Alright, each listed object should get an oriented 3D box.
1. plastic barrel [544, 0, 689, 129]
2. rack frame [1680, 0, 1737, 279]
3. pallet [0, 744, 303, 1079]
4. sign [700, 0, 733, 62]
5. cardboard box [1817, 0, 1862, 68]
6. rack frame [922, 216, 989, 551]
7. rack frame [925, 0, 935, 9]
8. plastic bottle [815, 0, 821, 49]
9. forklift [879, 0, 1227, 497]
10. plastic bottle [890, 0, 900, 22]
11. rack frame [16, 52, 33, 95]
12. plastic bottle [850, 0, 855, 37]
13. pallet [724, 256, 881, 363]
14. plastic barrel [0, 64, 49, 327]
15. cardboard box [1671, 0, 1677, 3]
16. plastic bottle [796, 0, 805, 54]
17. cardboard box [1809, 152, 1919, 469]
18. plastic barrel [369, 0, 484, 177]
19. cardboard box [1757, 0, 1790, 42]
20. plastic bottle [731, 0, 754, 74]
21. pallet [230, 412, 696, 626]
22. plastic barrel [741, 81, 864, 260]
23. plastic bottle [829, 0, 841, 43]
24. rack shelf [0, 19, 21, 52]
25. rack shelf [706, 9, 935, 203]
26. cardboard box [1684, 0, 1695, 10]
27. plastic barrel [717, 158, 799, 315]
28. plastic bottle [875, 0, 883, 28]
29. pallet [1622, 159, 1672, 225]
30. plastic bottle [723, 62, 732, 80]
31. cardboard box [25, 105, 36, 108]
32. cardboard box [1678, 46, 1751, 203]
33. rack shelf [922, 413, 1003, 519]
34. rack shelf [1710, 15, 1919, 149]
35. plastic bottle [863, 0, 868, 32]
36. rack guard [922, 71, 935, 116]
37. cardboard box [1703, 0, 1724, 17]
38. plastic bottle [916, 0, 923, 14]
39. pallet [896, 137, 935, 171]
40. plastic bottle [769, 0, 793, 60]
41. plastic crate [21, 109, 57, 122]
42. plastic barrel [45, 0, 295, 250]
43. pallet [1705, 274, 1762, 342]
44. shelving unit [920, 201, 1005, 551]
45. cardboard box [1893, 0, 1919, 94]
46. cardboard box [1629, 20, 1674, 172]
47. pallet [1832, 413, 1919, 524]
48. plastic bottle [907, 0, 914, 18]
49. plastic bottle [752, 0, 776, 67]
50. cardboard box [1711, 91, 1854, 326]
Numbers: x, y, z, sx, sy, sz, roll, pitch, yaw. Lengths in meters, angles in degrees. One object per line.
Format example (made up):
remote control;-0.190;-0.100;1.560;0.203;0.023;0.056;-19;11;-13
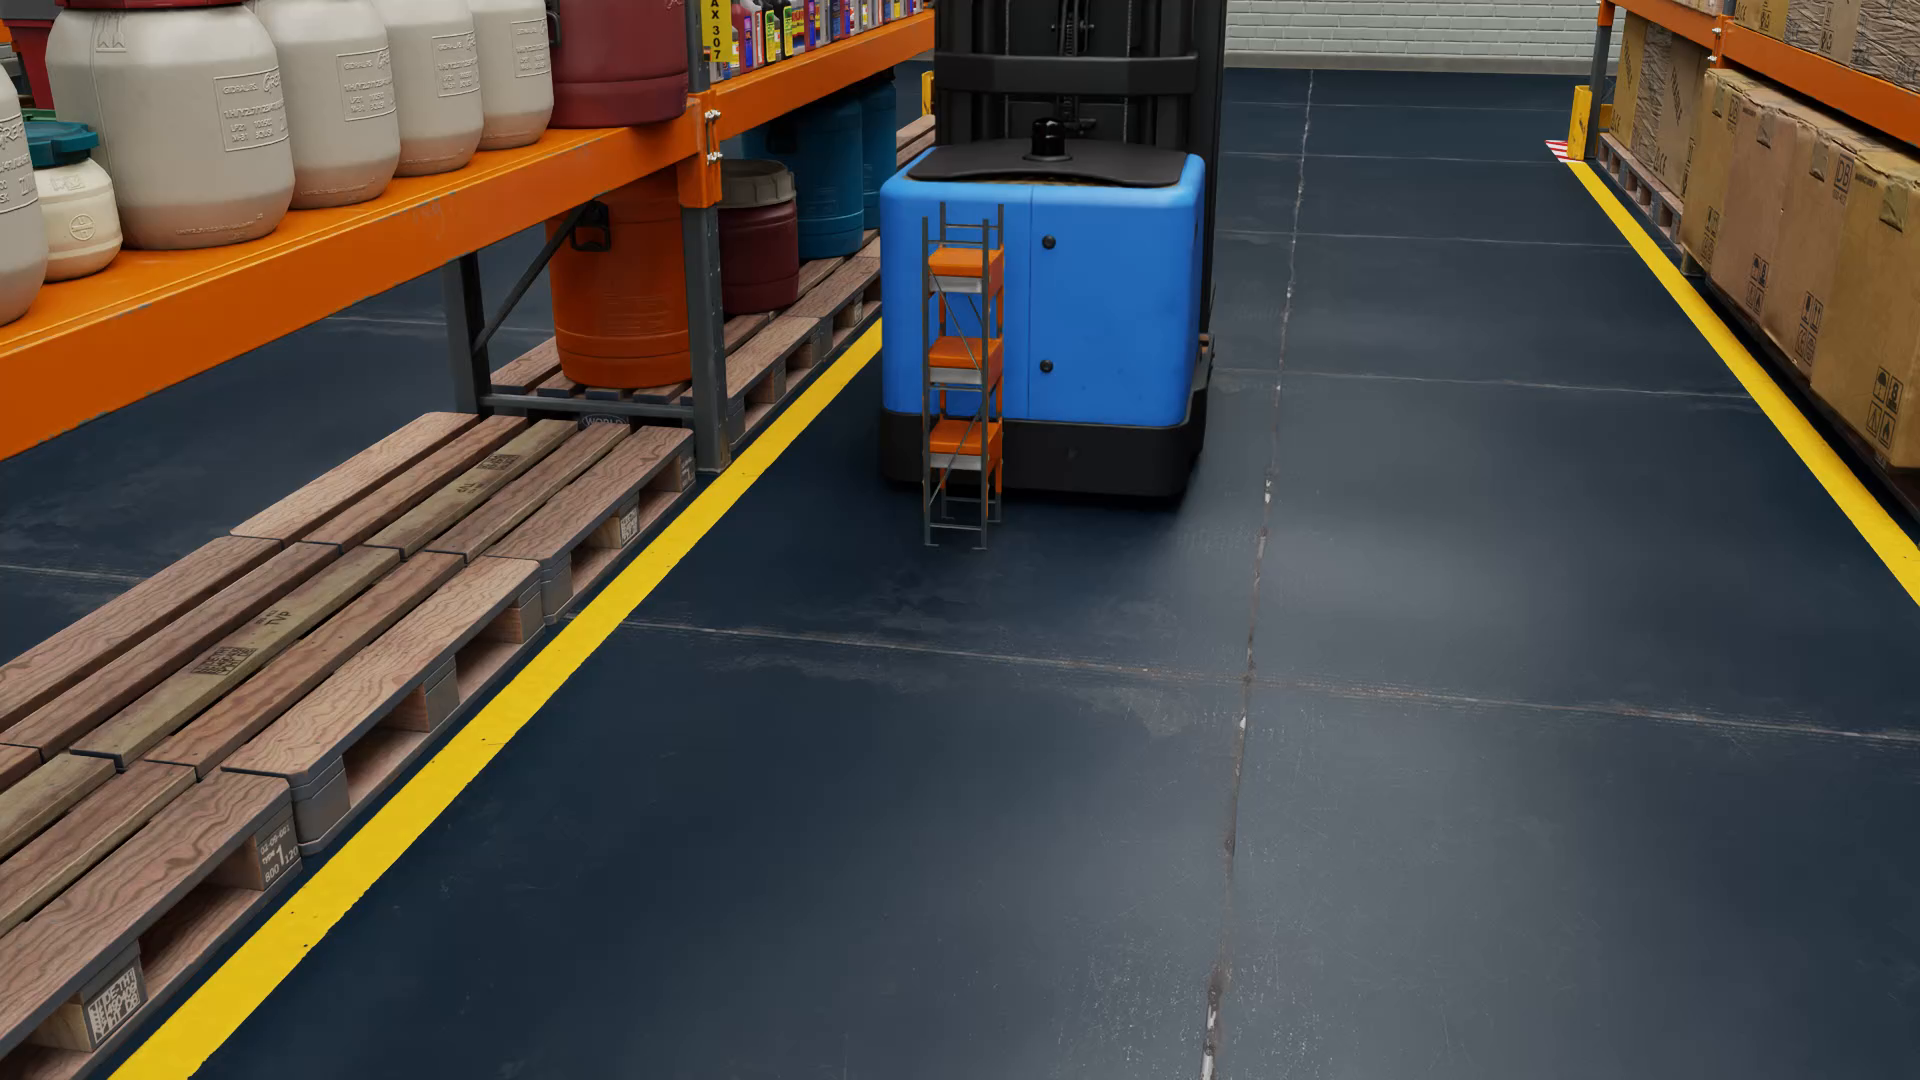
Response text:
plastic barrel;-1.128;-1.550;5.005;0.600;0.536;0.708;4;22;11
rack frame;4.335;-2.765;8.204;1.000;3.000;0.127;4;22;11
pallet;-2.024;0.786;3.119;1.003;0.211;1.213;4;22;11
sign;-0.790;-1.716;5.381;0.100;0.325;0.005;4;22;11
cardboard box;3.692;-2.106;6.434;0.500;0.500;0.500;5;22;12
rack frame;-0.014;-0.462;5.095;0.200;1.050;0.008;4;22;11
rack frame;-0.514;-3.143;9.142;1.000;3.000;0.127;4;22;11
plastic bottle;-0.639;-2.217;7.014;0.097;0.271;0.097;0;22;0
forklift;0.490;-2.021;6.448;1.130;2.935;3.031;4;22;9
plastic bottle;-0.381;-2.759;8.254;0.144;0.351;0.185;4;22;11
rack frame;-5.362;-3.522;10.083;1.000;3.000;0.127;4;22;11
plastic bottle;-0.527;-2.385;7.527;0.097;0.201;0.097;0;22;0
pallet;-0.959;-1.123;7.859;1.003;0.211;1.213;4;22;11
plastic barrel;-1.736;-0.613;2.679;0.433;0.535;0.433;0;22;0
cardboard box;4.286;-3.162;9.525;0.380;0.149;0.250;5;22;12
plastic bottle;-0.686;-2.132;6.805;0.097;0.271;0.097;0;22;0
cardboard box;3.680;-0.762;5.513;1.225;0.875;0.875;3;22;8
plastic barrel;-1.417;-1.185;4.132;0.421;0.512;0.421;0;22;0
cardboard box;3.895;-2.478;7.359;0.500;0.500;0.500;4;22;11
plastic bottle;-0.814;-1.876;6.153;0.061;0.283;0.133;4;22;11
pallet;-1.526;-0.106;5.334;1.003;0.211;1.213;4;22;11
plastic barrel;-0.786;-1.908;8.322;0.600;0.901;0.708;4;22;11
plastic bottle;-0.606;-2.356;7.254;0.144;0.351;0.185;4;22;11
rack shelf;-5.770;-2.457;8.401;1.077;0.370;4.000;4;22;11
rack shelf;-0.922;-2.078;7.460;1.077;0.370;4.000;4;22;11
cardboard box;4.181;-2.973;9.057;0.380;0.149;0.250;4;22;10
plastic barrel;-1.017;-1.349;7.355;0.600;0.588;0.708;4;22;11
plastic bottle;-0.455;-2.598;7.956;0.152;0.276;0.135;4;22;11
pallet;4.813;-2.191;10.512;1.003;0.211;1.213;4;22;11
plastic bottle;-0.875;-1.794;5.965;0.097;0.271;0.097;0;22;0
cardboard box;-5.182;-2.364;9.965;0.500;0.500;0.500;4;22;11
cardboard box;4.548;-2.210;9.107;0.875;0.875;0.875;4;22;11
rack shelf;0.011;-0.239;5.314;0.215;0.259;0.240;4;22;11
rack shelf;3.927;-1.700;6.523;1.077;0.370;4.000;4;22;11
plastic bottle;-0.480;-2.470;7.738;0.097;0.201;0.097;0;22;0
rack guard;0.294;-3.456;13.265;1.175;0.500;0.348;4;22;11
cardboard box;4.076;-2.785;8.590;0.380;0.149;0.250;5;22;11
plastic bottle;-0.278;-2.916;8.746;0.152;0.276;0.135;4;22;11
pallet;-0.155;-2.569;11.449;1.003;0.211;1.213;4;22;11
plastic bottle;-0.712;-2.059;6.606;0.061;0.283;0.133;4;22;11
plastic crate;-2.067;-0.777;3.552;0.450;0.188;0.662;4;22;11
plastic barrel;-1.587;-0.882;3.345;0.433;0.535;0.433;0;22;0
pallet;4.251;-1.184;8.010;1.003;0.211;1.213;4;22;11
shelving unit;0.011;-0.507;5.206;0.215;1.050;0.252;4;22;11
cardboard box;3.484;-1.730;5.500;0.500;0.500;0.500;4;22;10
cardboard box;4.913;-2.864;10.733;0.875;0.875;0.875;4;22;11
pallet;3.753;-0.291;5.795;1.003;0.211;1.213;4;22;11
plastic bottle;-0.280;-2.832;8.526;0.061;0.283;0.133;4;22;11
plastic bottle;-0.759;-1.974;6.396;0.061;0.283;0.133;4;22;11
cardboard box;4.042;-1.412;7.126;1.225;0.875;0.875;4;22;9
